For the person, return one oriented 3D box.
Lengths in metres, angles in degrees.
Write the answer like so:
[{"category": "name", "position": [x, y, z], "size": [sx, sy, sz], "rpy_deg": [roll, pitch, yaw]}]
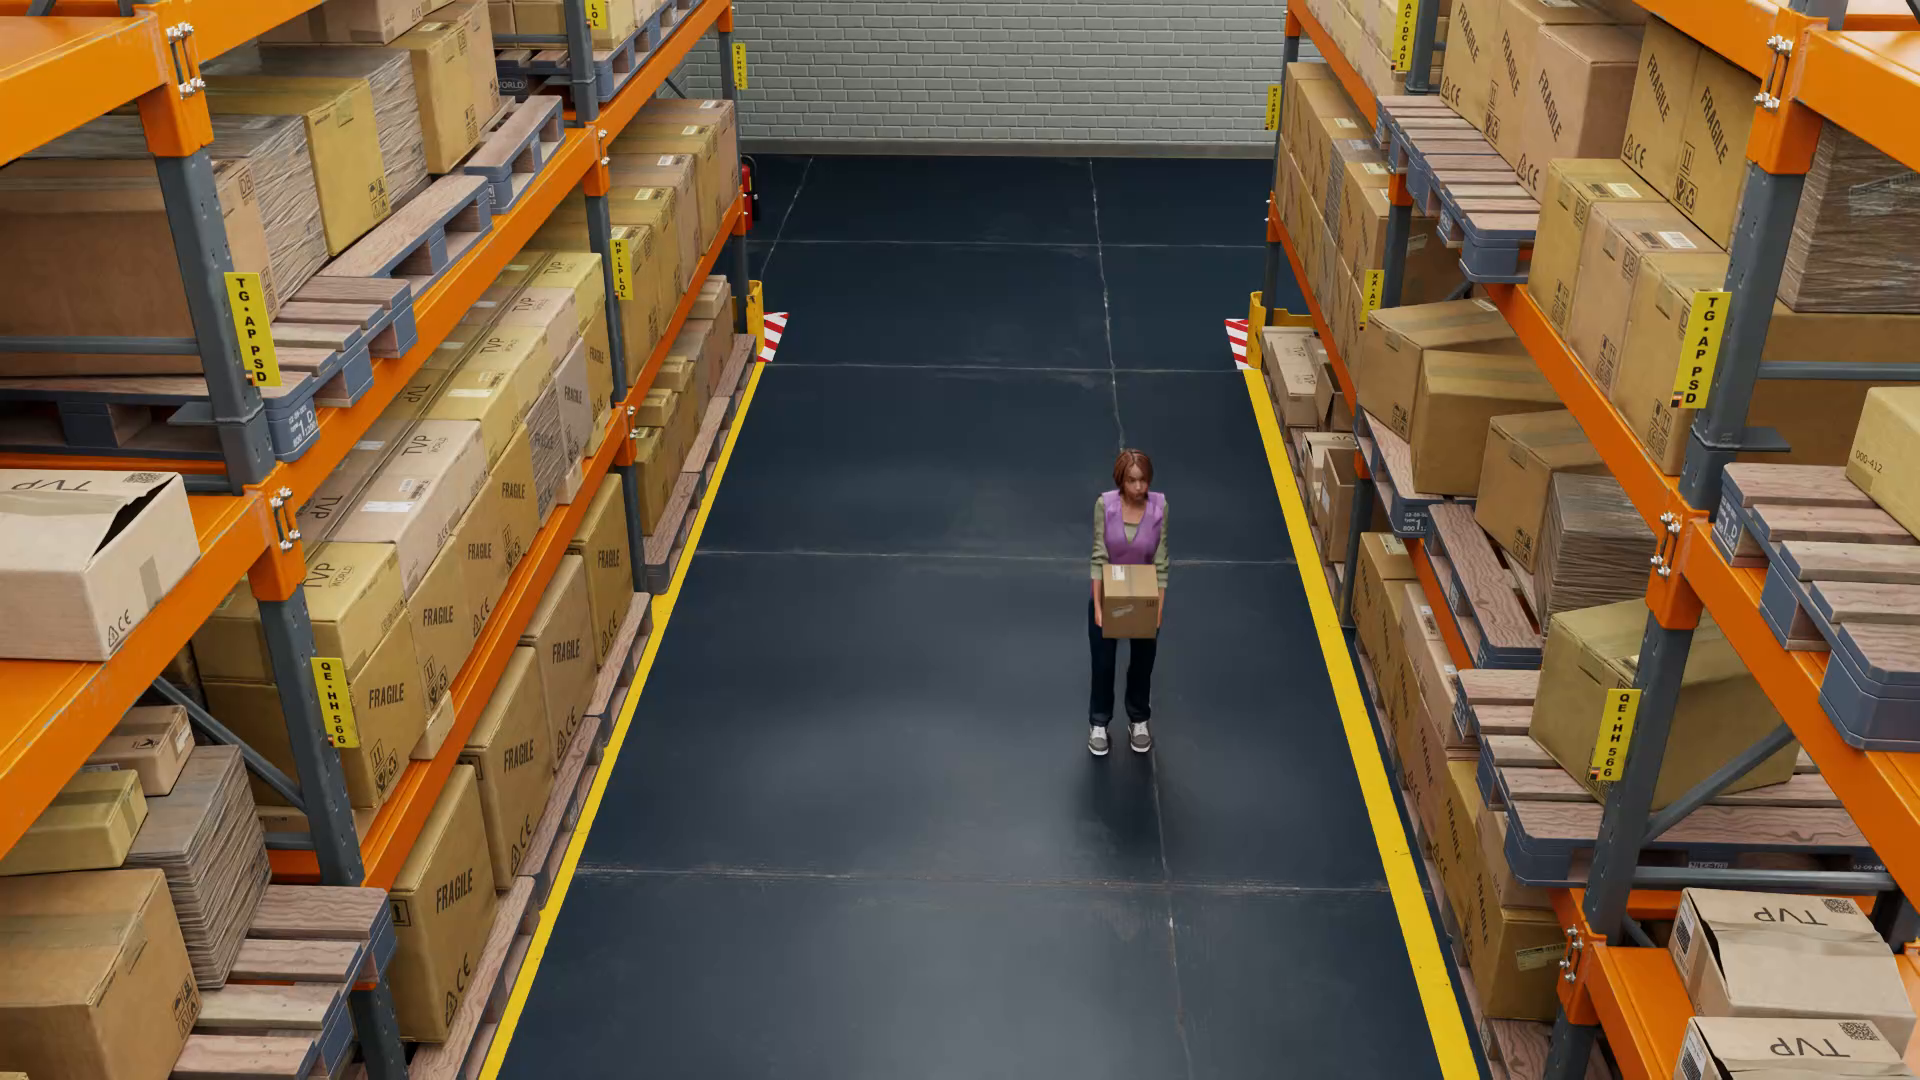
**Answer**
[{"category": "person", "position": [0.820, 0.302, 8.086], "size": [0.479, 1.582, 0.345], "rpy_deg": [0, 28, 0]}]
